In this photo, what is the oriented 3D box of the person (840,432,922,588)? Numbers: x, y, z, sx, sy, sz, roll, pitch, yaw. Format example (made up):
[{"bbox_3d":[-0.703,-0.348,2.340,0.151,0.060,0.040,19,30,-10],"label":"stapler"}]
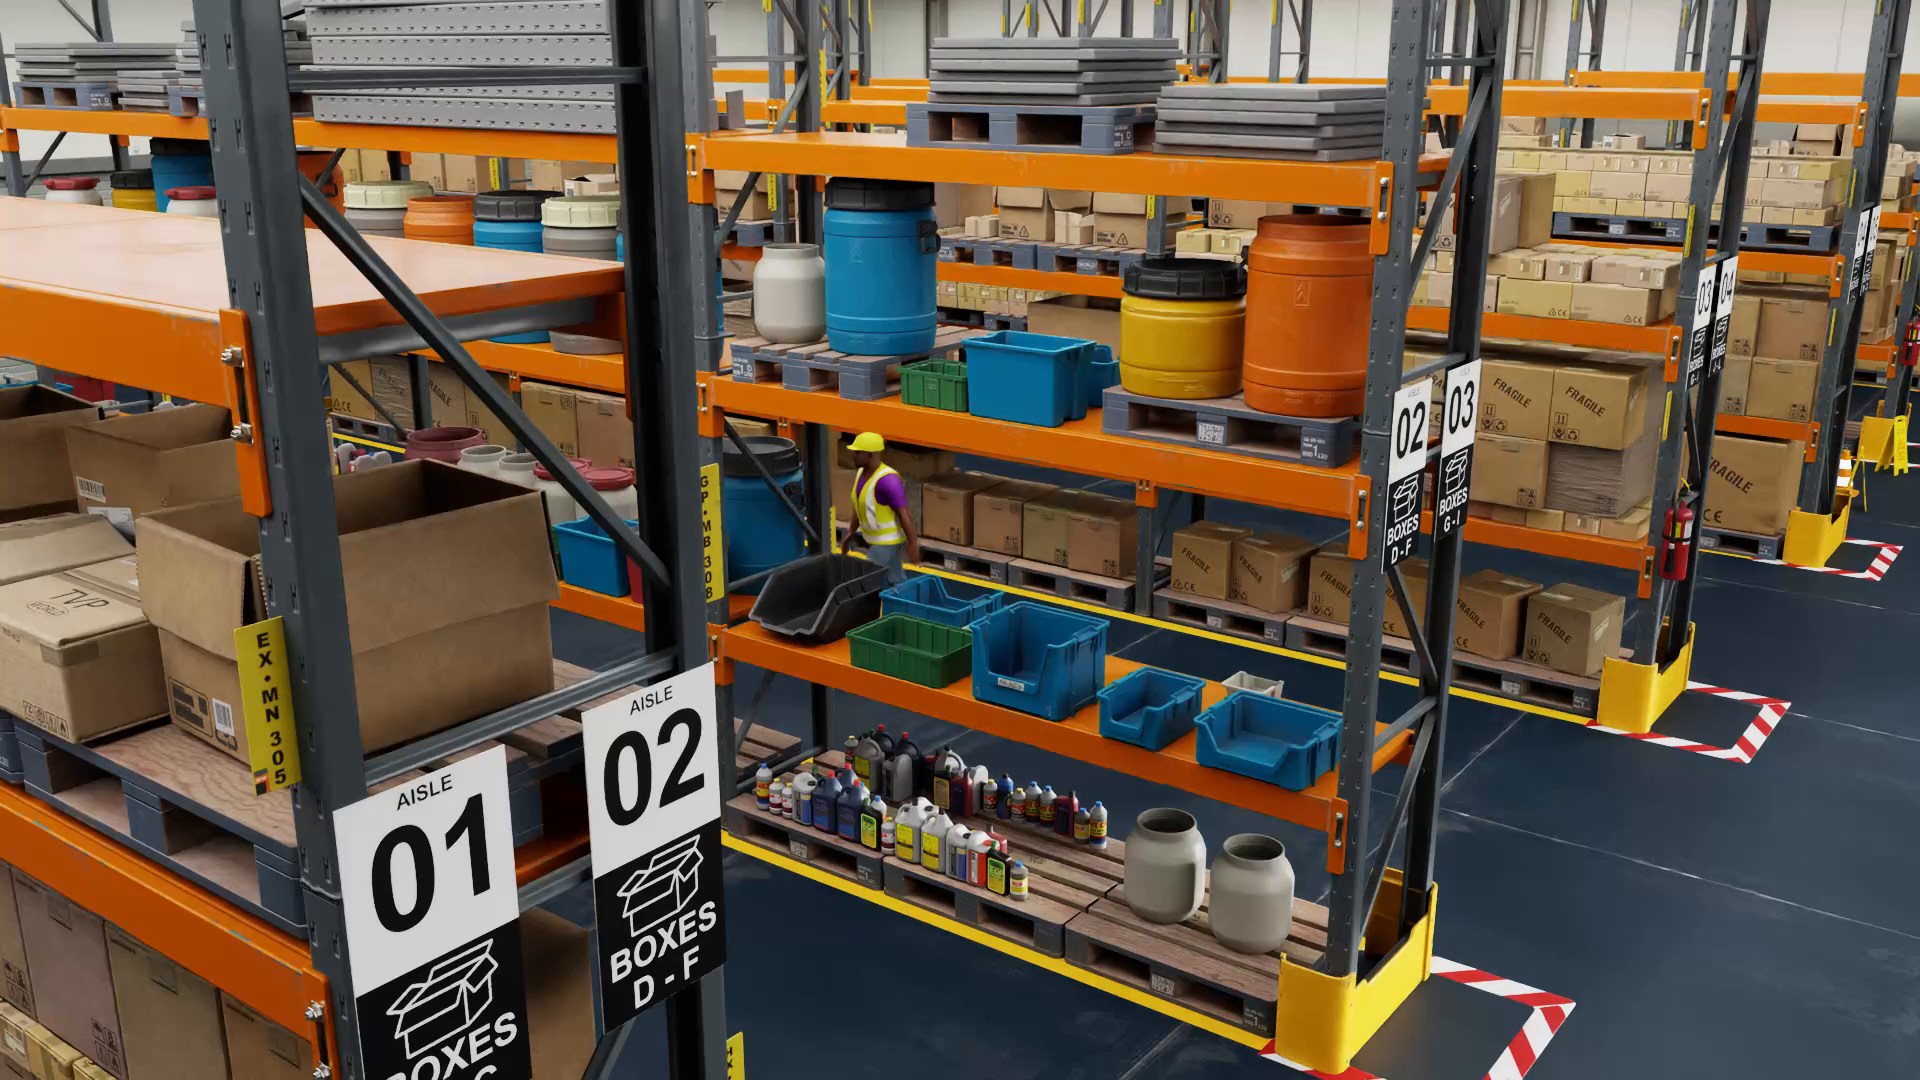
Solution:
[{"bbox_3d":[-0.669,-0.012,12.988,0.984,1.703,0.609,-6,17,-20],"label":"person"}]
